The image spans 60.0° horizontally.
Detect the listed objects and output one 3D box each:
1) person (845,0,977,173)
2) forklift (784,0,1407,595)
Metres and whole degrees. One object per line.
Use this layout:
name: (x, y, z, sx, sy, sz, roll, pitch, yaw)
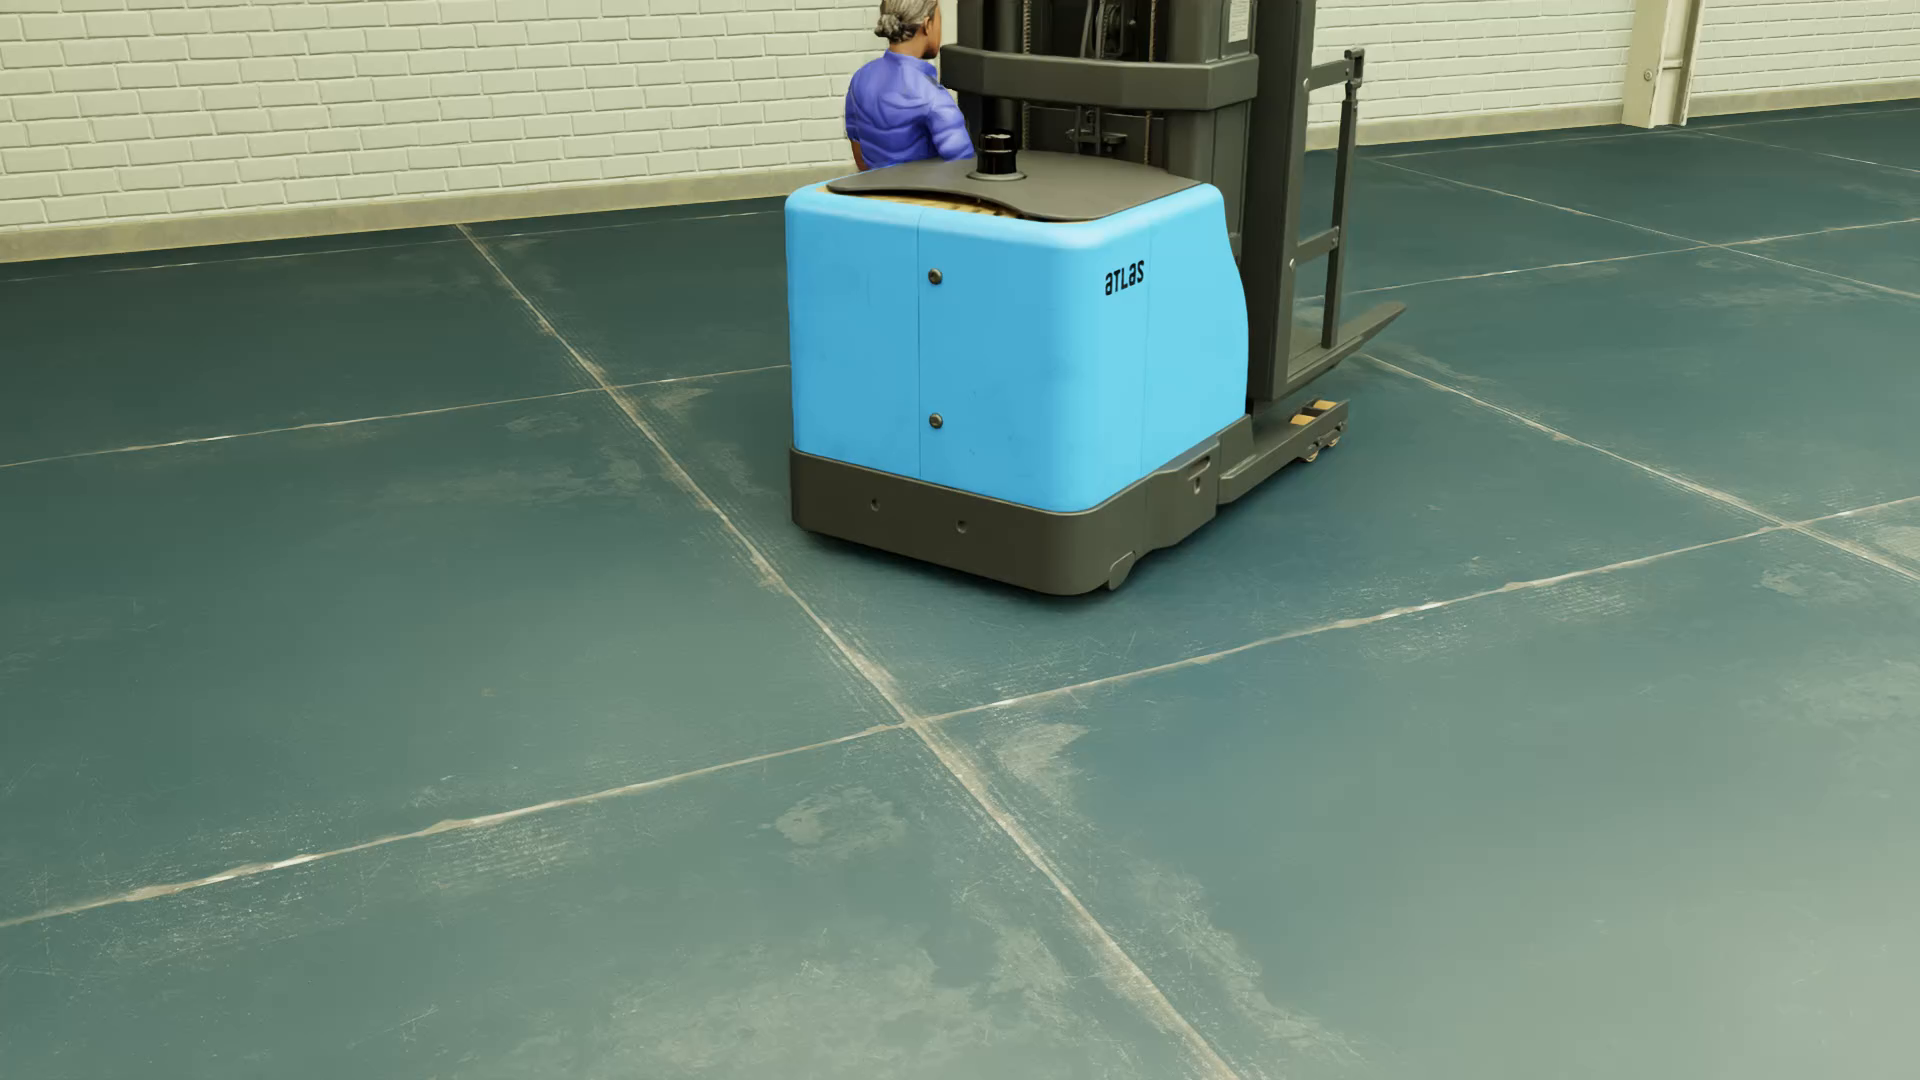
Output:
person: (0.022, -1.035, 5.340, 0.688, 1.450, 0.711, -14, 27, -31)
forklift: (0.726, -1.713, 5.410, 1.130, 2.935, 3.031, 14, 27, 31)
